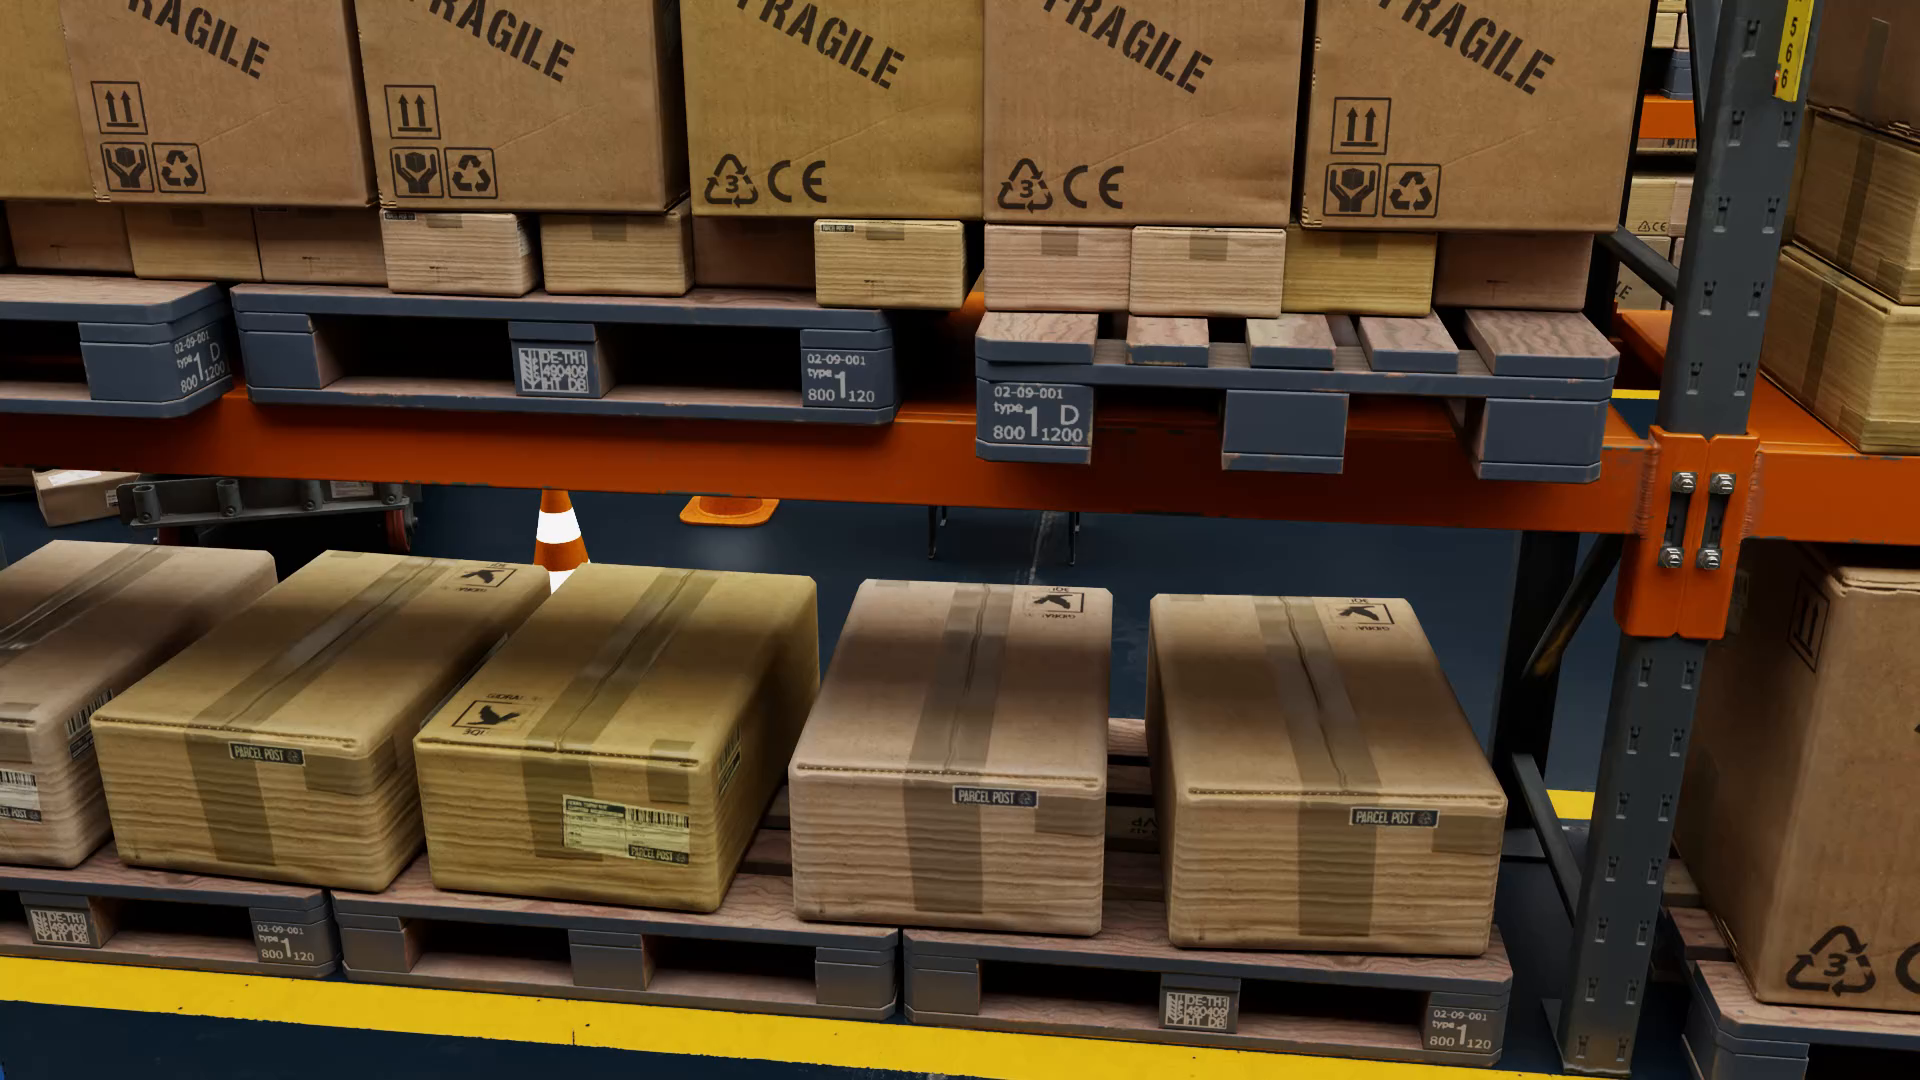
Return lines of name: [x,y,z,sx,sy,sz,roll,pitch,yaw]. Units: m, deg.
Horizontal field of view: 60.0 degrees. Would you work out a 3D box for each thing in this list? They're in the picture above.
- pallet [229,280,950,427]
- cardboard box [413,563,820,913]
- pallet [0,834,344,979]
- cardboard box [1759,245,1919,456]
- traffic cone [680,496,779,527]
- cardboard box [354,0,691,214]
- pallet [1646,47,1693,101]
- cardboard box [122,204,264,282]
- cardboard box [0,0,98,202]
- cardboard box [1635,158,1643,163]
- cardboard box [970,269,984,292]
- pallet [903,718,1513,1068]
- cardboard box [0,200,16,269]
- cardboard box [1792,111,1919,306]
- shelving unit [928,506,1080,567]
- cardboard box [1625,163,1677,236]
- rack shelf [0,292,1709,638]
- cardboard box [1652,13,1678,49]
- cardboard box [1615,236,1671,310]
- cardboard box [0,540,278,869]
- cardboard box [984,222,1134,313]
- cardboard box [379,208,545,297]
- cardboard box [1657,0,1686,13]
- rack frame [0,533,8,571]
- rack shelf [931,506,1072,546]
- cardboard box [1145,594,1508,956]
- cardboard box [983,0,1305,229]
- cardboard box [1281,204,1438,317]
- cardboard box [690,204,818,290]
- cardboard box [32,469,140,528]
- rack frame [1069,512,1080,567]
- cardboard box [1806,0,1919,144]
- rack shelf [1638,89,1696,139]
pallet: [-0.660,-0.503,3.394,1.213,0.211,1.003,2,22,6]
cardboard box: [-0.735,0.413,3.819,0.625,0.372,0.950,3,22,8]
pallet: [-1.888,0.635,4.047,1.213,0.211,1.003,2,22,6]
cardboard box: [1.767,-0.339,2.922,0.500,0.250,0.500,2,22,5]
traffic cone: [-0.859,-0.325,6.133,0.334,0.463,0.336,2,22,6]
cardboard box: [-0.731,-0.884,2.984,0.500,0.500,0.500,2,22,4]
pallet: [3.764,-2.174,7.619,1.213,0.211,1.003,2,22,6]
cardboard box: [-1.362,-0.609,3.172,0.250,0.149,0.380,3,22,7]
cardboard box: [-1.732,-0.929,3.097,0.500,0.500,0.500,3,22,6]
cardboard box: [3.006,-1.763,8.129,0.500,0.250,0.500,3,22,7]
cardboard box: [0.331,-1.578,8.341,0.750,0.750,1.050,3,22,7]
pallet: [0.535,0.740,3.780,1.213,0.211,1.003,2,22,6]
cardboard box: [-1.903,-0.620,3.199,0.250,0.149,0.380,3,22,7]
cardboard box: [1.785,-0.573,2.832,0.500,0.250,0.500,2,22,6]
shelving unit: [0.164,-0.969,5.536,0.503,2.100,0.431,2,22,6]
cardboard box: [2.953,-1.575,7.653,0.500,0.250,0.500,2,22,6]
rack shelf: [-0.675,-0.274,3.531,4.000,0.370,1.077,2,22,6]
cardboard box: [3.016,-2.285,7.409,0.250,0.149,0.380,3,22,9]
cardboard box: [2.965,-1.222,7.780,0.500,0.500,0.500,3,22,7]
cardboard box: [-2.140,0.354,3.969,0.625,0.372,0.950,3,22,7]
cardboard box: [0.179,-0.522,2.951,0.250,0.149,0.380,1,22,4]
cardboard box: [-0.858,-0.568,3.066,0.250,0.149,0.380,3,22,8]
cardboard box: [3.035,-2.424,7.357,0.250,0.149,0.380,3,22,7]
rack frame: [-2.661,-0.695,3.618,0.127,3.000,1.000,2,22,6]
rack shelf: [0.164,-0.306,5.798,0.480,0.518,0.431,2,22,6]
cardboard box: [0.751,0.477,3.657,0.625,0.372,0.950,1,22,3]
cardboard box: [0.312,-0.839,2.869,0.500,0.500,0.500,2,22,5]
cardboard box: [0.683,-0.514,2.930,0.250,0.149,0.380,3,22,7]
cardboard box: [-0.331,-0.586,3.112,0.250,0.149,0.380,3,22,7]
cardboard box: [-3.218,-0.242,6.192,0.396,0.266,0.258,-14,25,-31]
rack frame: [0.407,-0.959,5.509,0.015,2.100,0.400,2,22,6]
cardboard box: [1.772,-0.923,2.698,0.500,0.500,0.500,2,22,5]
rack shelf: [3.779,-1.912,7.676,4.000,0.370,1.077,2,22,6]
